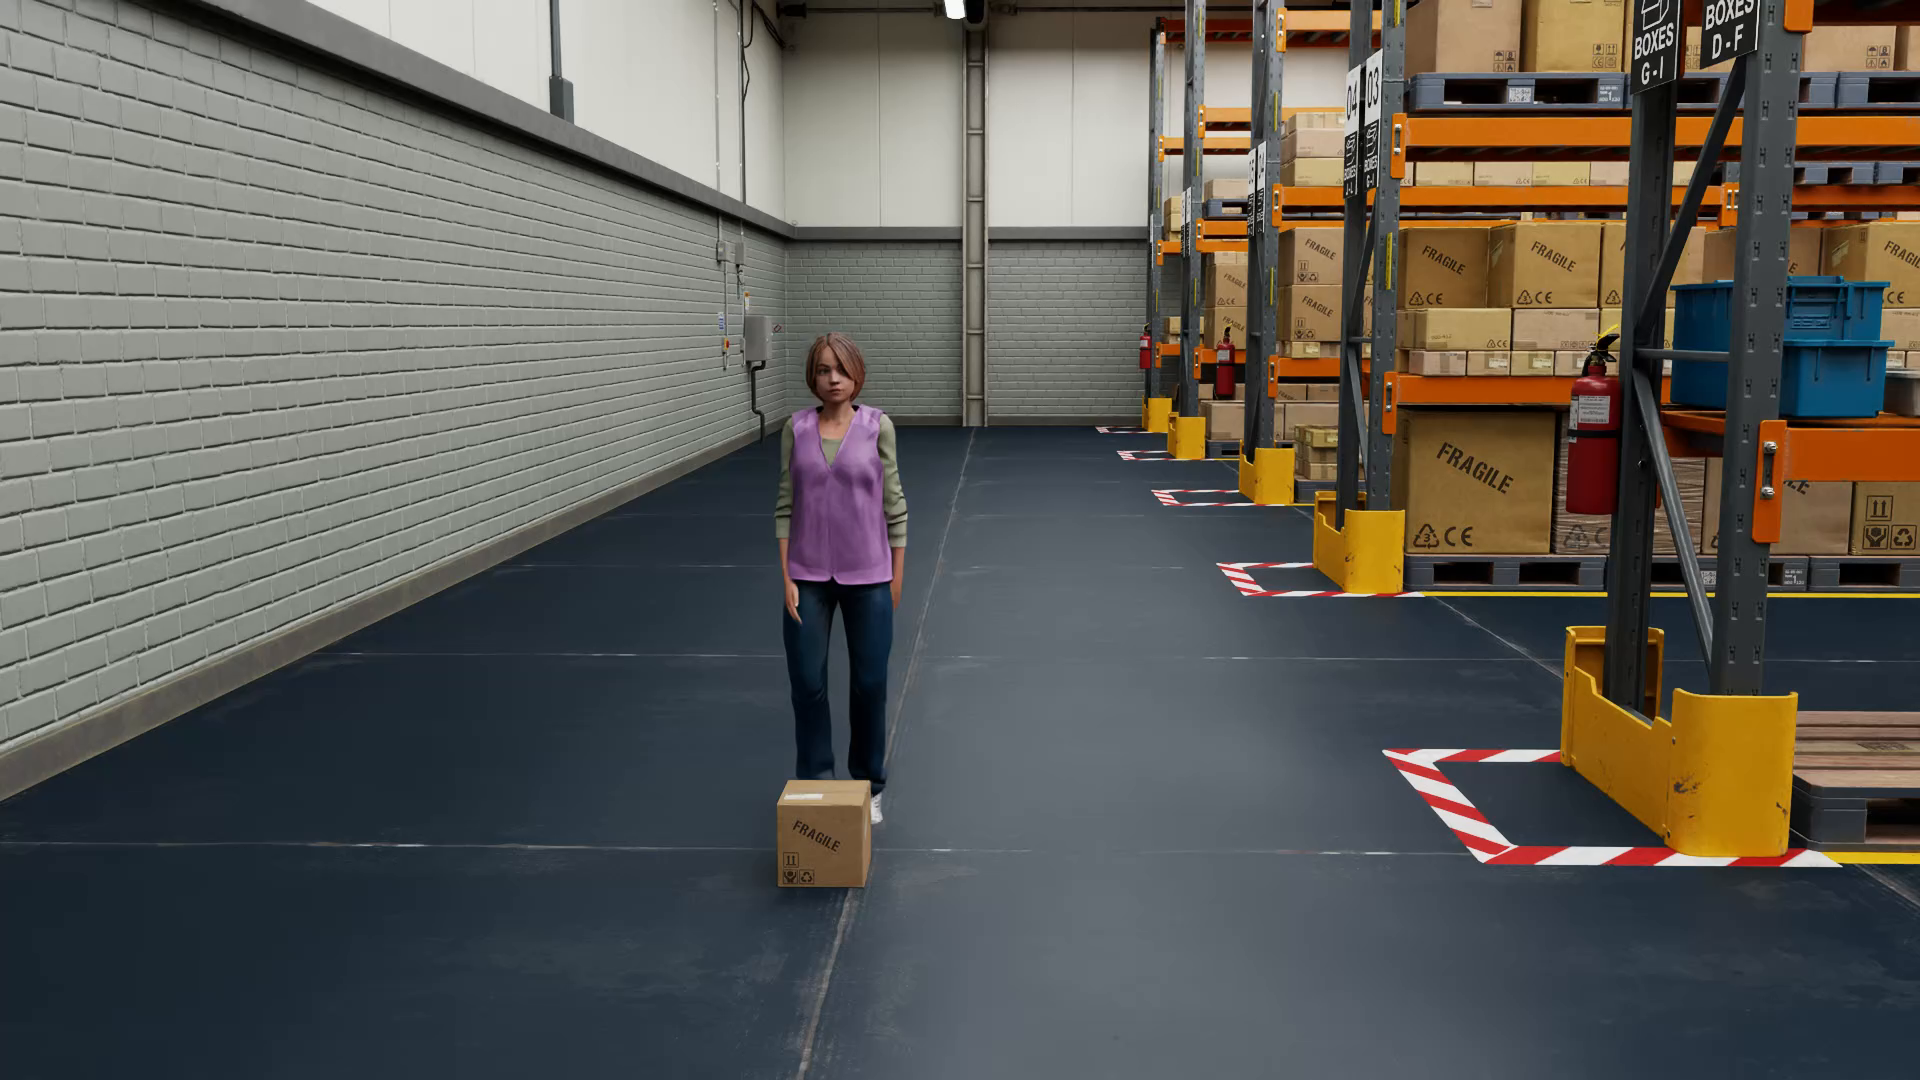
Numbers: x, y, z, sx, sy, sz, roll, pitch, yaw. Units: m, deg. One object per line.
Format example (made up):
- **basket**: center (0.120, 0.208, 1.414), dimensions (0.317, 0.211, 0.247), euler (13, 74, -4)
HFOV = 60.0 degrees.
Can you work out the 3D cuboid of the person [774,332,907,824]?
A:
- **person**: center (-0.379, 0.182, 5.266), dimensions (0.419, 1.656, 0.459), euler (0, 7, 2)
